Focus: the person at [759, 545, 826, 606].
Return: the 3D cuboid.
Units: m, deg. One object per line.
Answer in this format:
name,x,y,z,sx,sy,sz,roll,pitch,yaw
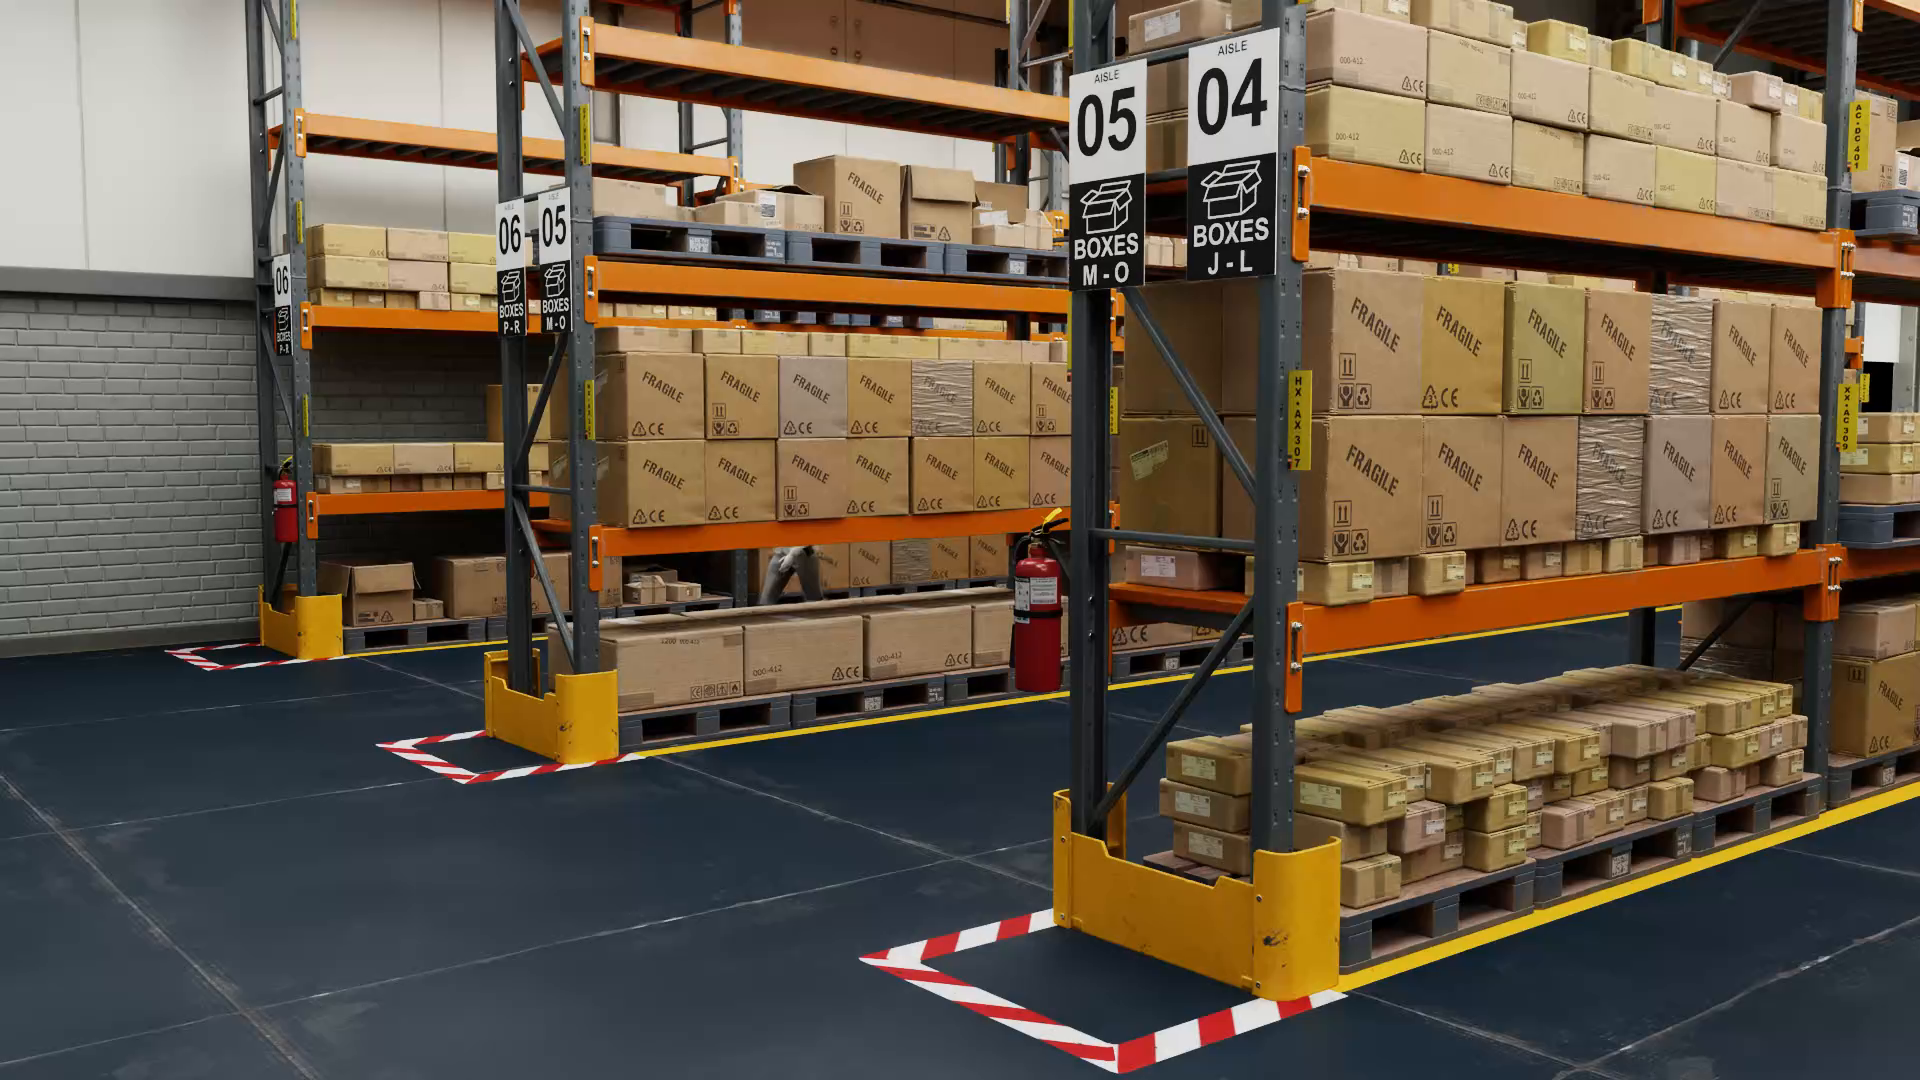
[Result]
person,-1.303,0.118,12.988,0.489,1.638,1.013,4,6,43
